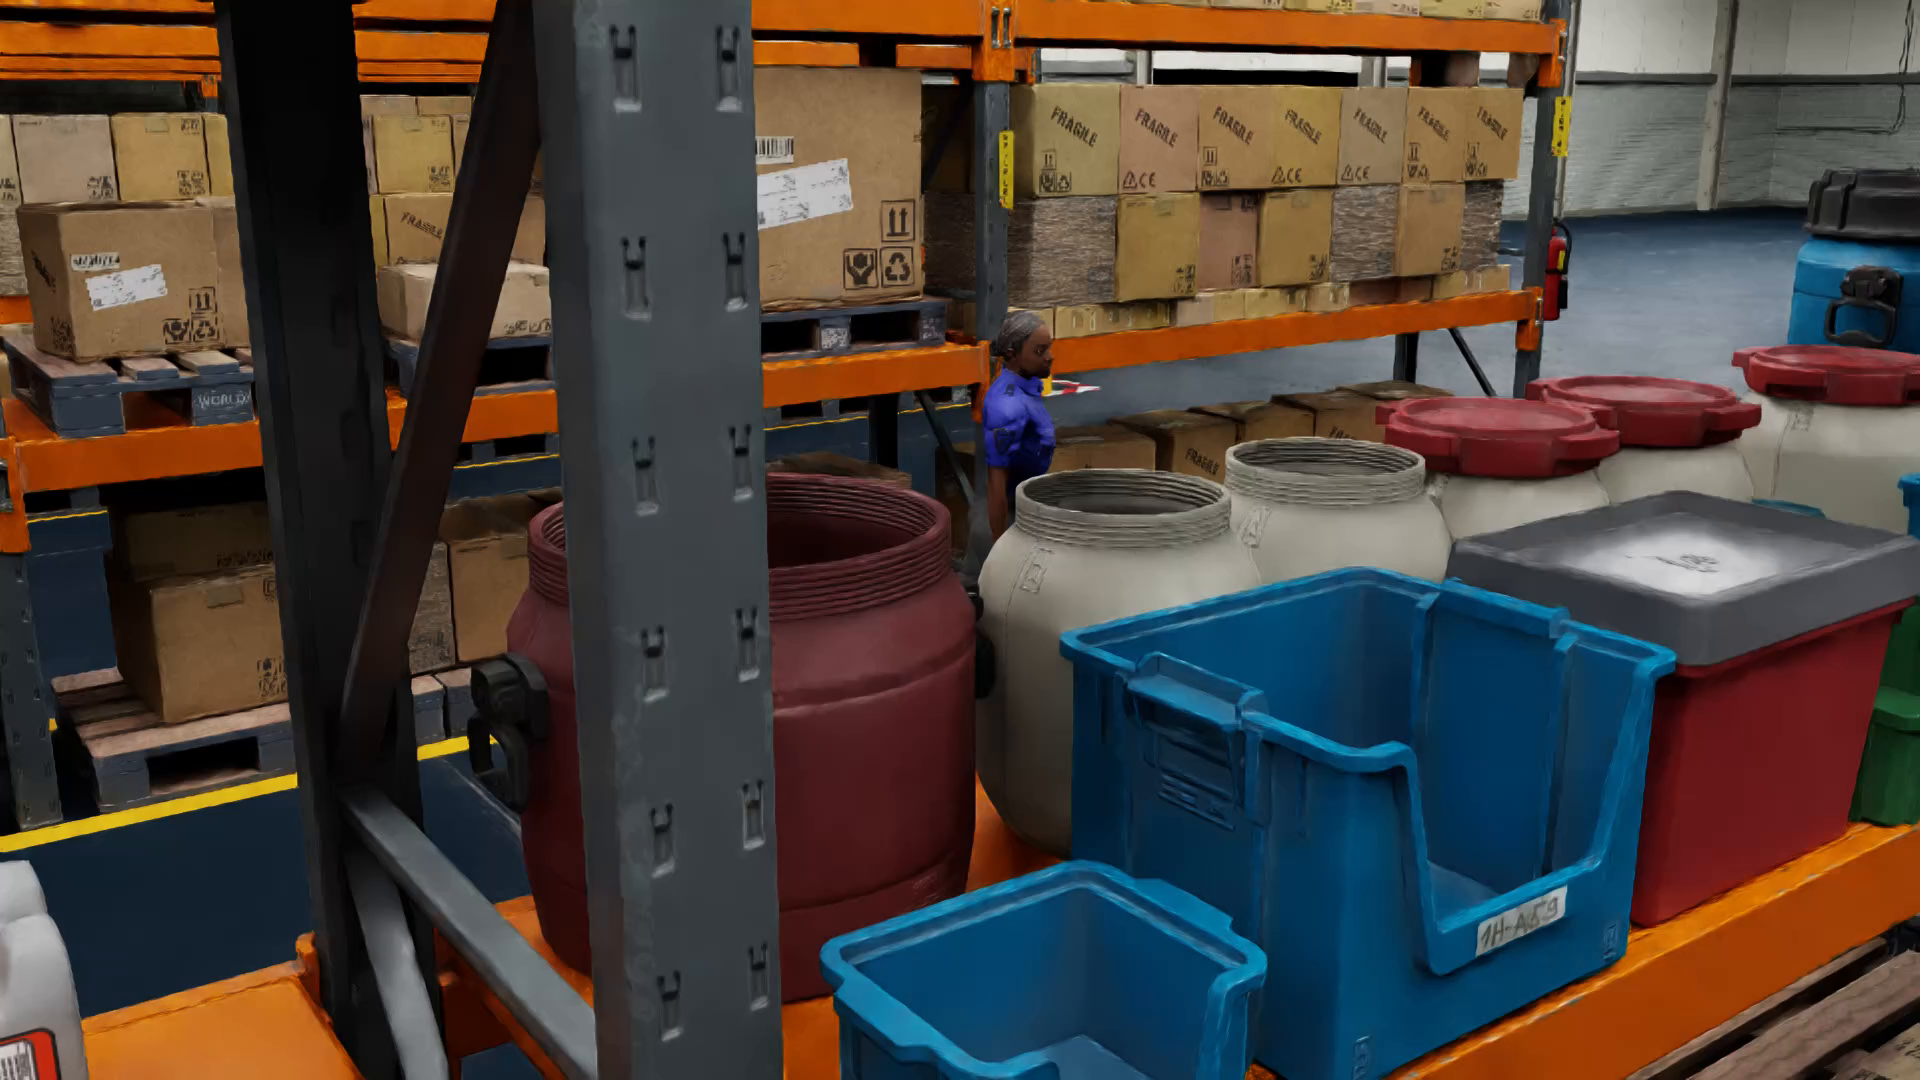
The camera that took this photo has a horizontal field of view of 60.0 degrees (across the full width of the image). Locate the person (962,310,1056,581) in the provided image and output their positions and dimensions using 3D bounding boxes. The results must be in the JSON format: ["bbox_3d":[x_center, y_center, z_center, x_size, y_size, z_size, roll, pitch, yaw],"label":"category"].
[{"bbox_3d":[0.155,-0.026,6.127,0.562,1.650,0.475,0,15,-1],"label":"person"}]
